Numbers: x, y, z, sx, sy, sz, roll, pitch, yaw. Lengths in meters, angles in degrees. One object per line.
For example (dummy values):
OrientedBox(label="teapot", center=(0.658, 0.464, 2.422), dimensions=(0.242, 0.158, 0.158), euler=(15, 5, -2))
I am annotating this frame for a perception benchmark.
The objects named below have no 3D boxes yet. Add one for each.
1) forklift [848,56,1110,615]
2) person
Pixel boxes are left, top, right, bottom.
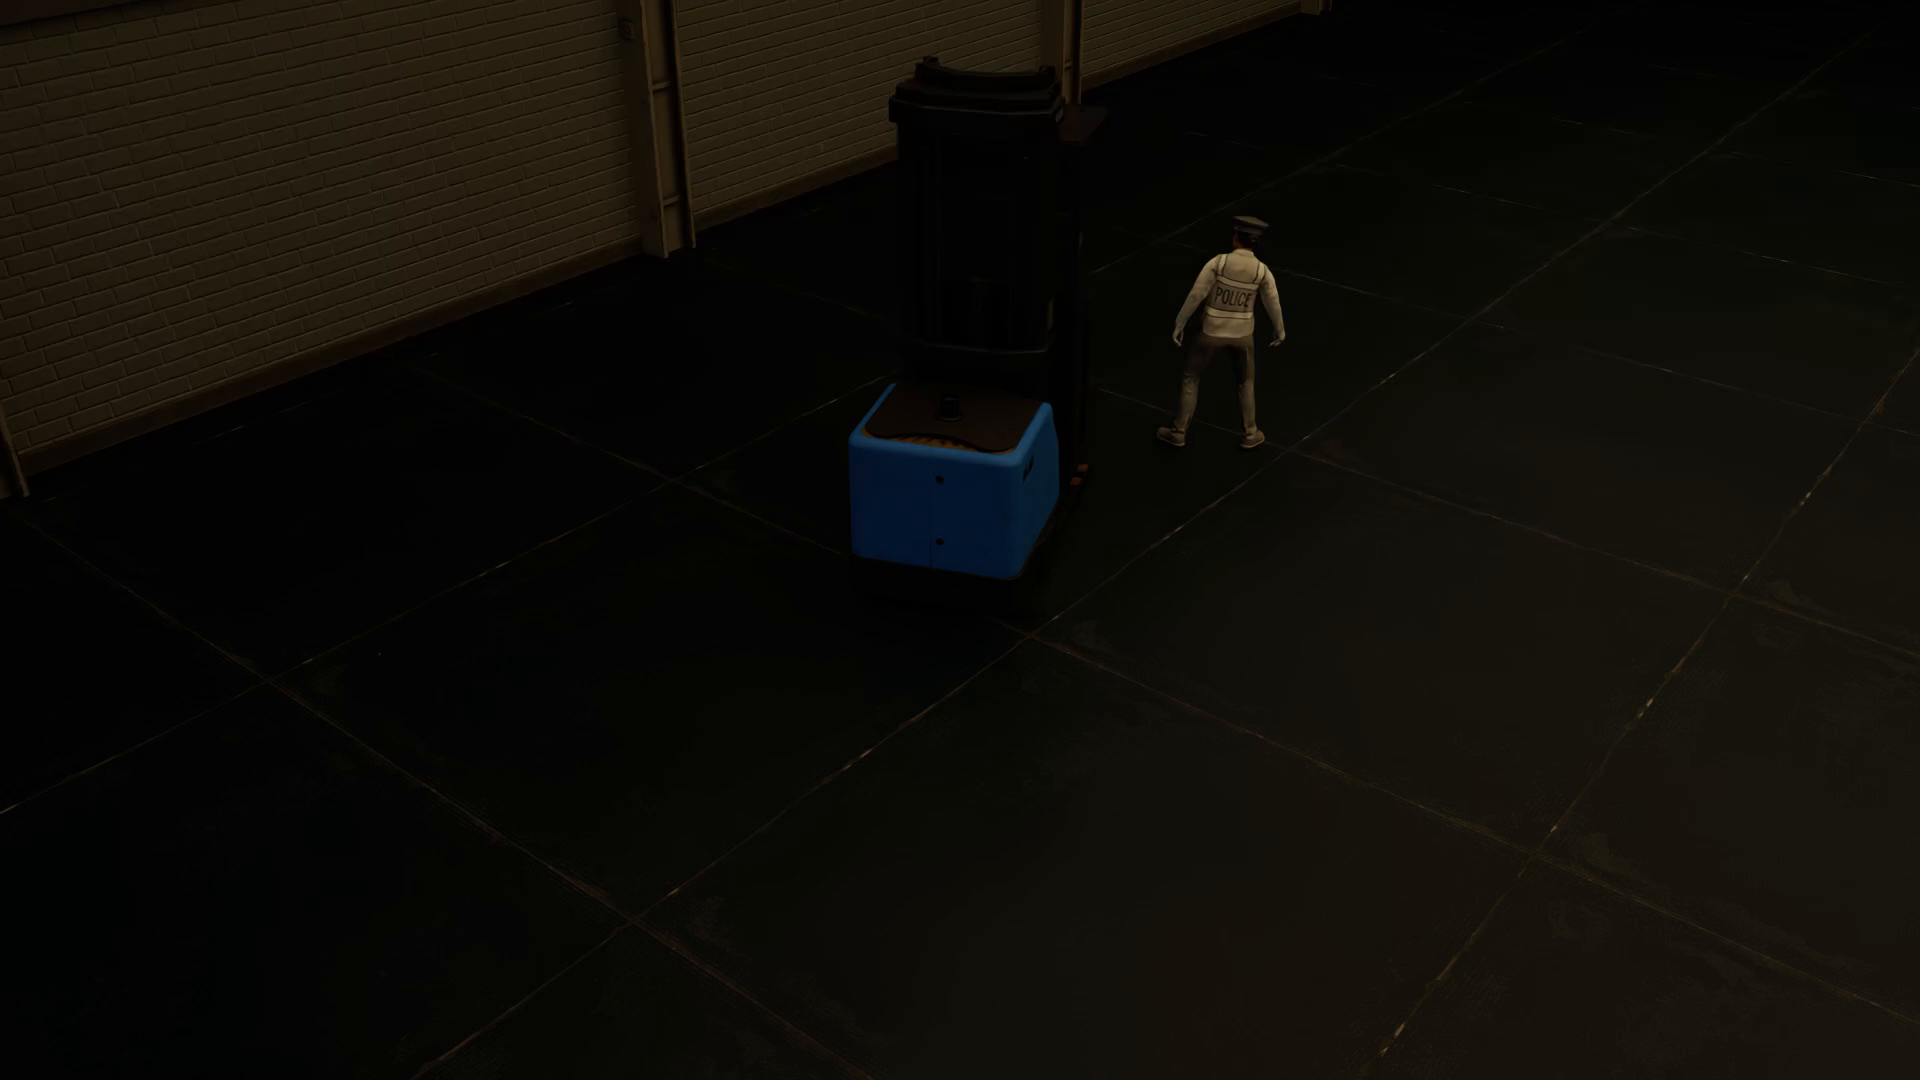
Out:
OrientedBox(label="forklift", center=(0.258, -1.563, 10.269), dimensions=(1.130, 2.935, 3.031), euler=(8, 31, 14))
OrientedBox(label="person", center=(1.804, -1.398, 11.289), dimensions=(0.833, 1.633, 0.383), euler=(1, 30, 2))
